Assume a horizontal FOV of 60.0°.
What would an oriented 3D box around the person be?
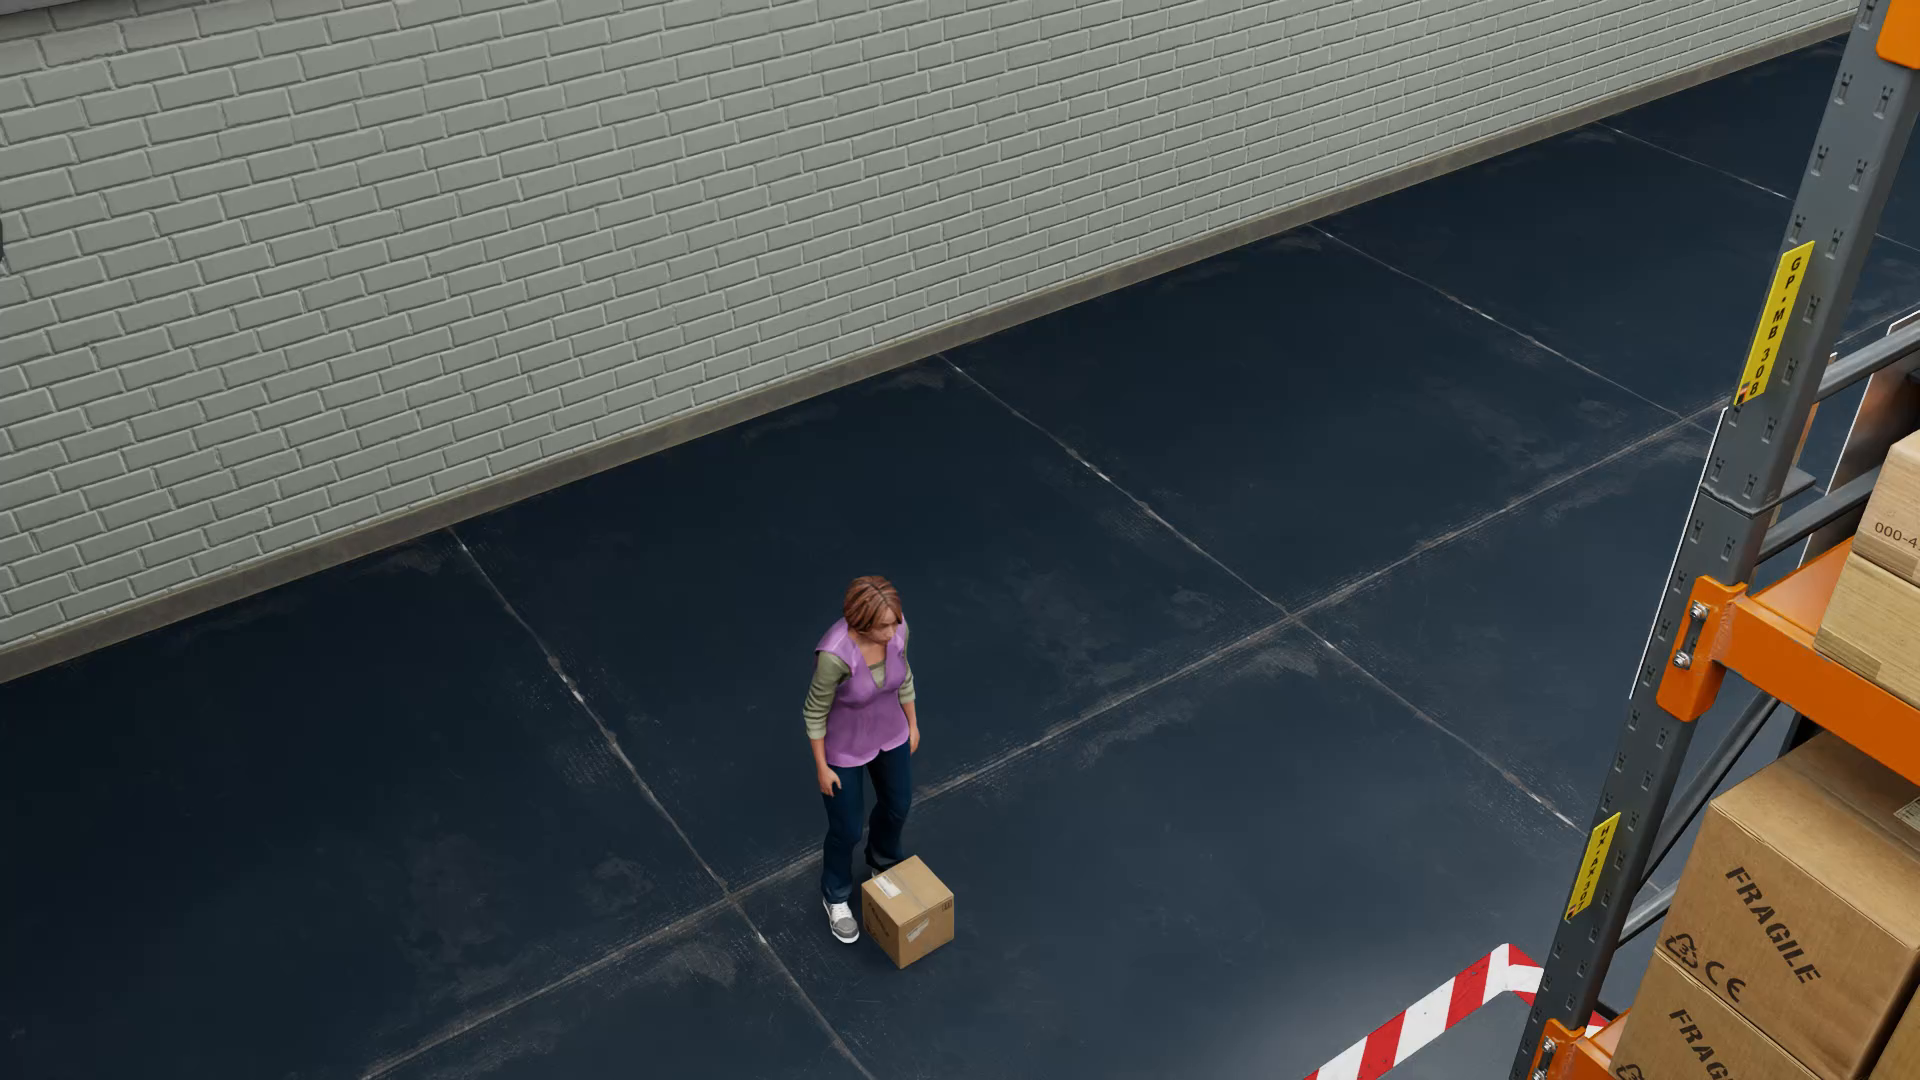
[{"bbox_3d":[-0.342,0.749,6.009,0.467,1.592,0.346,-25,43,-29],"label":"person"}]
